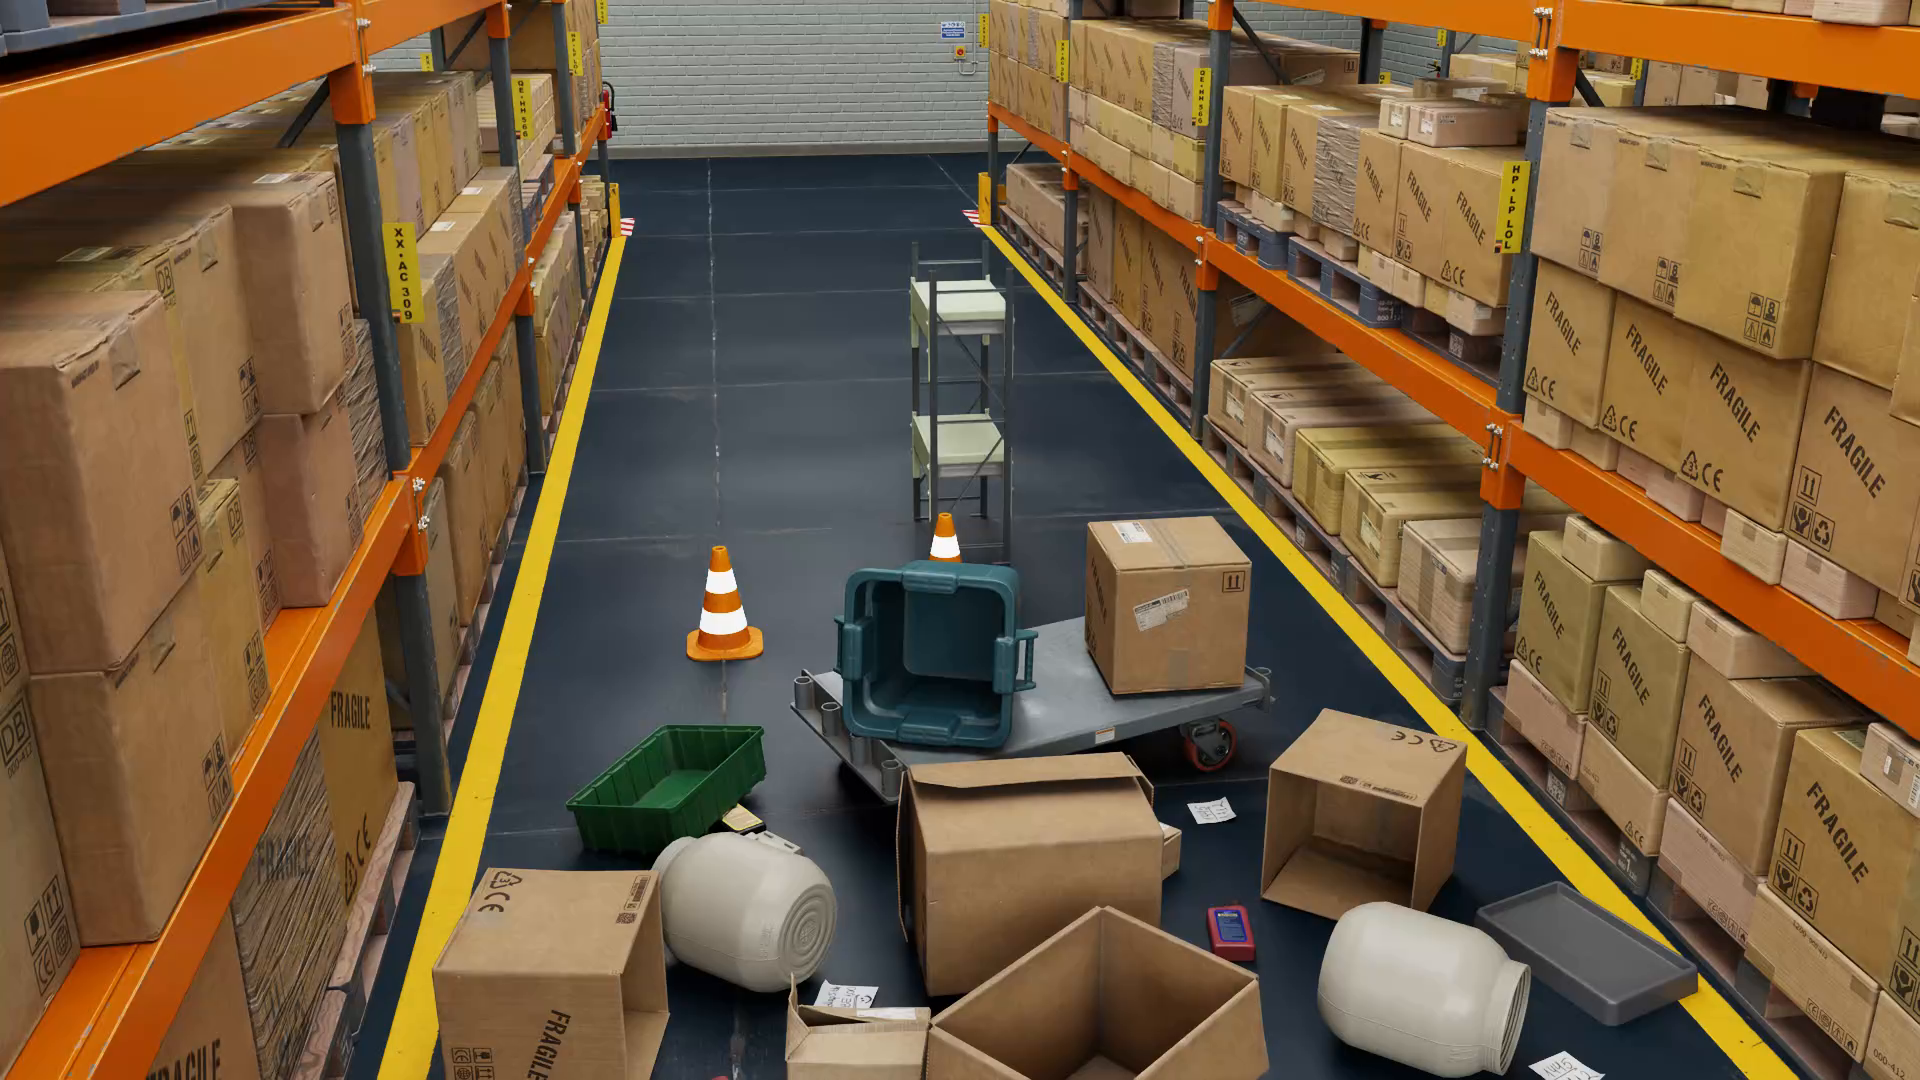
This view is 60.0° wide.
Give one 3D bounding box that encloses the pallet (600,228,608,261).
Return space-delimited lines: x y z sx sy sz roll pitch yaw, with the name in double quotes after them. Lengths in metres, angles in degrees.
-3.991 -2.933 16.268 1.003 0.211 1.213 -3 21 -8 "pallet"

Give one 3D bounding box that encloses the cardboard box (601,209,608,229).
-3.665 -3.155 16.350 0.380 0.149 0.250 -2 21 -6 "cardboard box"

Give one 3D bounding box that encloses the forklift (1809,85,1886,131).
4.693 -1.235 7.833 1.130 2.935 3.031 -3 21 -8 "forklift"

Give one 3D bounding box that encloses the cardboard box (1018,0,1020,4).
0.749 -5.066 15.494 0.380 0.149 0.250 -3 21 -7 "cardboard box"

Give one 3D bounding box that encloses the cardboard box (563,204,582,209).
-3.556 -2.889 14.788 0.380 0.149 0.250 -4 21 -10 "cardboard box"

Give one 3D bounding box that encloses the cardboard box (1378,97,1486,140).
2.064 -1.846 7.276 0.380 0.149 0.250 -4 21 -10 "cardboard box"

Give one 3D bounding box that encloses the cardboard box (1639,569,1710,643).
2.382 0.199 5.226 0.380 0.149 0.250 -2 21 -6 "cardboard box"

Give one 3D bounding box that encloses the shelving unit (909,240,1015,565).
0.001 -0.700 8.448 0.431 1.500 0.755 -3 21 -8 "shelving unit"

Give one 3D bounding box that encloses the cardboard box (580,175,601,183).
-3.757 -3.518 16.474 0.380 0.149 0.250 -3 21 -7 "cardboard box"

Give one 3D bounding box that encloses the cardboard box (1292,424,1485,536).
2.242 -0.316 8.429 0.950 0.372 0.625 -2 21 -6 "cardboard box"

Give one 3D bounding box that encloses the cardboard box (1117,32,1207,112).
1.406 -3.270 11.612 0.500 0.500 0.500 -3 21 -9 "cardboard box"

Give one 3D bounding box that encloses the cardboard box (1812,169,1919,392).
2.641 -0.641 4.149 0.700 0.500 0.500 -3 21 -8 "cardboard box"

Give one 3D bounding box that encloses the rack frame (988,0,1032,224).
0.800 -4.834 17.371 1.000 3.000 0.127 -3 21 -8 "rack frame"

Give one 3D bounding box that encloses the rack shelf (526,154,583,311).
-3.219 -2.135 11.173 1.077 0.370 4.000 -3 21 -8 "rack shelf"

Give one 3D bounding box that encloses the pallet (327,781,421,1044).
-2.322 1.179 5.257 1.003 0.211 1.213 -3 21 -8 "pallet"

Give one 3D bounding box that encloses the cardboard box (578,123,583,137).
-3.431 -3.521 14.216 0.380 0.149 0.250 -3 21 -7 "cardboard box"

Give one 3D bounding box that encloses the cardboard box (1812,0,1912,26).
2.431 -1.395 4.237 0.380 0.149 0.250 -3 21 -9 "cardboard box"

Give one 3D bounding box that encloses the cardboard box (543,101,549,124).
-3.183 -3.078 12.003 0.380 0.149 0.250 -2 21 -5 "cardboard box"

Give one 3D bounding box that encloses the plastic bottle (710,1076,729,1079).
-0.687 1.534 4.522 0.283 0.061 0.133 -11 23 -26 "plastic bottle"

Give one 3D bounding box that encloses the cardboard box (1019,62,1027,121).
0.829 -4.177 15.469 0.500 0.500 0.500 -2 21 -6 "cardboard box"

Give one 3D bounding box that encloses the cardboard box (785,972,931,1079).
-0.284 1.389 4.618 0.396 0.266 0.258 1 20 2 "cardboard box"

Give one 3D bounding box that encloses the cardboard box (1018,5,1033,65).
0.823 -4.639 15.279 0.500 0.500 0.500 -3 21 -8 "cardboard box"

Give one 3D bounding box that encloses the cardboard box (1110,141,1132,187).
1.375 -2.682 11.824 0.500 0.250 0.500 -3 21 -9 "cardboard box"

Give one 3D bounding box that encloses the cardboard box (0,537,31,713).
-1.964 0.098 2.408 0.875 0.550 0.550 -3 21 -8 "cardboard box"

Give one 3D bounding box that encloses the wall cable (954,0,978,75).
-0.036 -7.275 22.412 0.585 1.953 0.123 -3 21 -8 "wall cable"

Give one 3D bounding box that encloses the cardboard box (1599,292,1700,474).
2.412 -0.526 5.270 0.500 0.500 0.500 -3 21 -8 "cardboard box"

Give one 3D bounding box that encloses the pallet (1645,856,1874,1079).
2.840 1.281 4.984 1.003 0.211 1.213 -3 21 -8 "pallet"

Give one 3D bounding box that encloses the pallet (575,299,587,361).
-3.394 -1.588 12.667 1.003 0.211 1.213 -3 21 -8 "pallet"

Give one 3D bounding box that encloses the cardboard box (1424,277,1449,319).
2.161 -1.014 6.904 0.380 0.149 0.250 -4 21 -9 "cardboard box"

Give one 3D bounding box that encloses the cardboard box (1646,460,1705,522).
2.415 -0.173 5.252 0.380 0.149 0.250 -2 21 -6 "cardboard box"

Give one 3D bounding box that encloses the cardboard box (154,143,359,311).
-2.432 -1.081 5.752 0.700 0.500 0.500 -3 21 -9 "cardboard box"

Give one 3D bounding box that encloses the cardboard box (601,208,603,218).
-3.649 -3.201 16.050 0.380 0.149 0.250 -4 21 -10 "cardboard box"

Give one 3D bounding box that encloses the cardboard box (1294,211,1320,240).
1.948 -1.649 8.602 0.380 0.149 0.250 -2 21 -5 "cardboard box"

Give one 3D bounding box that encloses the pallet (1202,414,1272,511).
2.064 -0.487 9.718 1.003 0.211 1.213 -3 21 -8 "pallet"

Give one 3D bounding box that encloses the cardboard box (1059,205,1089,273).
1.392 -2.668 14.634 0.875 0.438 0.875 -3 21 -9 "cardboard box"

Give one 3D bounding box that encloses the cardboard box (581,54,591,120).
-3.445 -3.882 14.254 0.500 0.500 0.500 -3 21 -9 "cardboard box"

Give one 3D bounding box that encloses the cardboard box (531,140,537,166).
-3.025 -2.572 11.075 0.380 0.149 0.250 -4 21 -10 "cardboard box"

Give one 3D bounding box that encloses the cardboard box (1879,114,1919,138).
6.392 -2.791 11.516 0.500 0.250 0.500 -4 21 -10 "cardboard box"

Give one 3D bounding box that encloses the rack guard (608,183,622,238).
-4.073 -3.352 16.976 1.175 0.500 0.348 -3 21 -8 "rack guard"

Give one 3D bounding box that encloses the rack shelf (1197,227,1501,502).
2.241 -1.034 8.227 1.077 0.370 4.000 -3 21 -8 "rack shelf"

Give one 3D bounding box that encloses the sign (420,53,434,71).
-4.043 -3.540 12.669 0.100 0.325 0.005 -3 21 -8 "sign"

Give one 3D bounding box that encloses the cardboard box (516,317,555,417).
-2.781 -1.063 10.247 0.500 0.500 0.500 -4 21 -10 "cardboard box"

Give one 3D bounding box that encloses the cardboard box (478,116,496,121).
-2.847 -2.400 9.762 0.380 0.149 0.250 -3 21 -9 "cardboard box"

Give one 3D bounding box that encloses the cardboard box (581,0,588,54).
-3.536 -4.520 14.533 0.500 0.500 0.500 -4 21 -10 "cardboard box"

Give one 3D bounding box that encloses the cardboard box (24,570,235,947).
-1.933 0.405 3.131 0.875 0.550 0.550 -3 21 -8 "cardboard box"

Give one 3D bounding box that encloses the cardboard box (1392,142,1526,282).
2.163 -1.382 6.961 0.500 0.500 0.500 -3 21 -7 "cardboard box"

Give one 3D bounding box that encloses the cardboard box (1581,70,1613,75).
5.827 -4.280 15.677 0.500 0.250 0.500 -3 21 -8 "cardboard box"

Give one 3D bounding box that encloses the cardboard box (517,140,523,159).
-2.922 -2.448 10.318 0.380 0.149 0.250 -3 21 -8 "cardboard box"

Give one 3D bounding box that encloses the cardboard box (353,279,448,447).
-2.164 -0.637 5.991 0.500 0.500 0.500 -3 21 -7 "cardboard box"

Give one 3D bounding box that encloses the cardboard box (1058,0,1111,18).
1.017 -4.358 13.599 0.380 0.149 0.250 -3 21 -9 "cardboard box"

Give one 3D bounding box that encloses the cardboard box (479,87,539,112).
-3.112 -3.034 11.461 0.380 0.149 0.250 -4 21 -10 "cardboard box"

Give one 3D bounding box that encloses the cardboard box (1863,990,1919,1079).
2.656 1.351 4.141 0.500 0.250 0.500 -3 21 -8 "cardboard box"

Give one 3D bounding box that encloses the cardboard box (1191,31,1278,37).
1.914 -3.288 11.661 0.500 0.500 0.500 -3 21 -7 "cardboard box"

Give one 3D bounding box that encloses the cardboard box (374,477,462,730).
-2.533 0.252 6.368 1.050 0.750 0.750 -3 21 -8 "cardboard box"

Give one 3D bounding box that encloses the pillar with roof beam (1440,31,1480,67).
1.954 -8.658 19.035 9.100 9.000 0.400 -3 21 -8 "pillar with roof beam"

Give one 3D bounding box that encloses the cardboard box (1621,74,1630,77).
6.404 -4.128 15.270 0.500 0.250 0.500 -3 21 -8 "cardboard box"

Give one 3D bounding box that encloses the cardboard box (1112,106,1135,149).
1.385 -2.916 11.736 0.500 0.250 0.500 -4 21 -9 "cardboard box"
